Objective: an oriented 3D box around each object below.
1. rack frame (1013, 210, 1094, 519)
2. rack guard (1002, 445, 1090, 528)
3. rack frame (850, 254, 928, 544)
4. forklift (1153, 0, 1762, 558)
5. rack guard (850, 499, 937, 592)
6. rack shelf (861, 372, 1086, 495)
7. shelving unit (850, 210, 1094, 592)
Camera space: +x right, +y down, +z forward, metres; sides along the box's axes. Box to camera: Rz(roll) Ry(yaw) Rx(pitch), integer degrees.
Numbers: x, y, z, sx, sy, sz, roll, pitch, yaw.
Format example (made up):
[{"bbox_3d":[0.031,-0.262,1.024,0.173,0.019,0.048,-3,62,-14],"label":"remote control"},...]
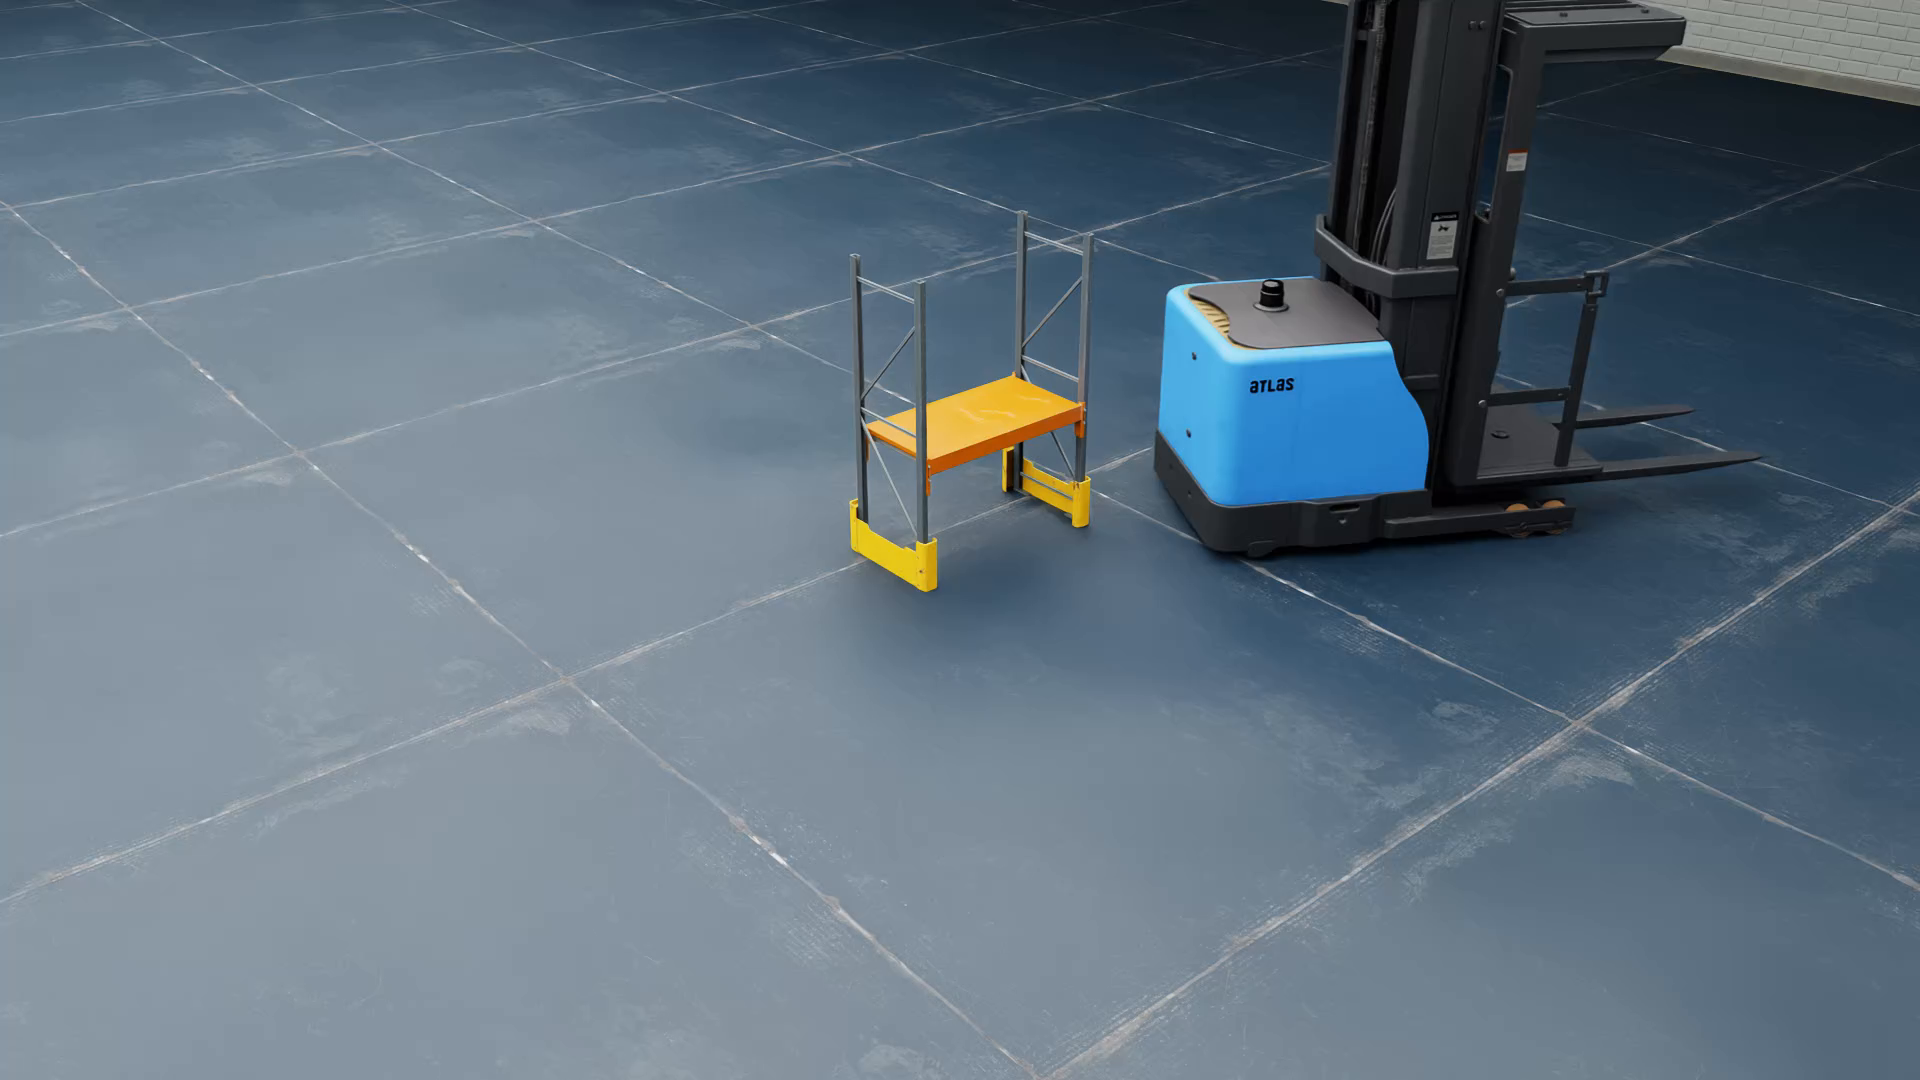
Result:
[{"bbox_3d":[0.452,-0.843,8.236,0.032,1.500,0.500,-22,35,-35],"label":"rack frame"},{"bbox_3d":[0.437,-0.286,8.520,0.087,0.250,0.587,-22,35,-35],"label":"rack guard"},{"bbox_3d":[-0.322,-0.532,7.654,0.032,1.500,0.500,-22,35,-35],"label":"rack frame"},{"bbox_3d":[2.594,-1.542,8.027,3.031,2.935,1.130,-5,29,-10],"label":"forklift"},{"bbox_3d":[-0.321,0.019,7.950,0.087,0.250,0.587,-22,35,-35],"label":"rack guard"},{"bbox_3d":[0.065,-0.529,8.030,1.000,0.185,0.538,-22,35,-35],"label":"rack shelf"},{"bbox_3d":[0.058,-0.685,7.940,1.083,1.500,0.587,-22,35,-35],"label":"shelving unit"}]
